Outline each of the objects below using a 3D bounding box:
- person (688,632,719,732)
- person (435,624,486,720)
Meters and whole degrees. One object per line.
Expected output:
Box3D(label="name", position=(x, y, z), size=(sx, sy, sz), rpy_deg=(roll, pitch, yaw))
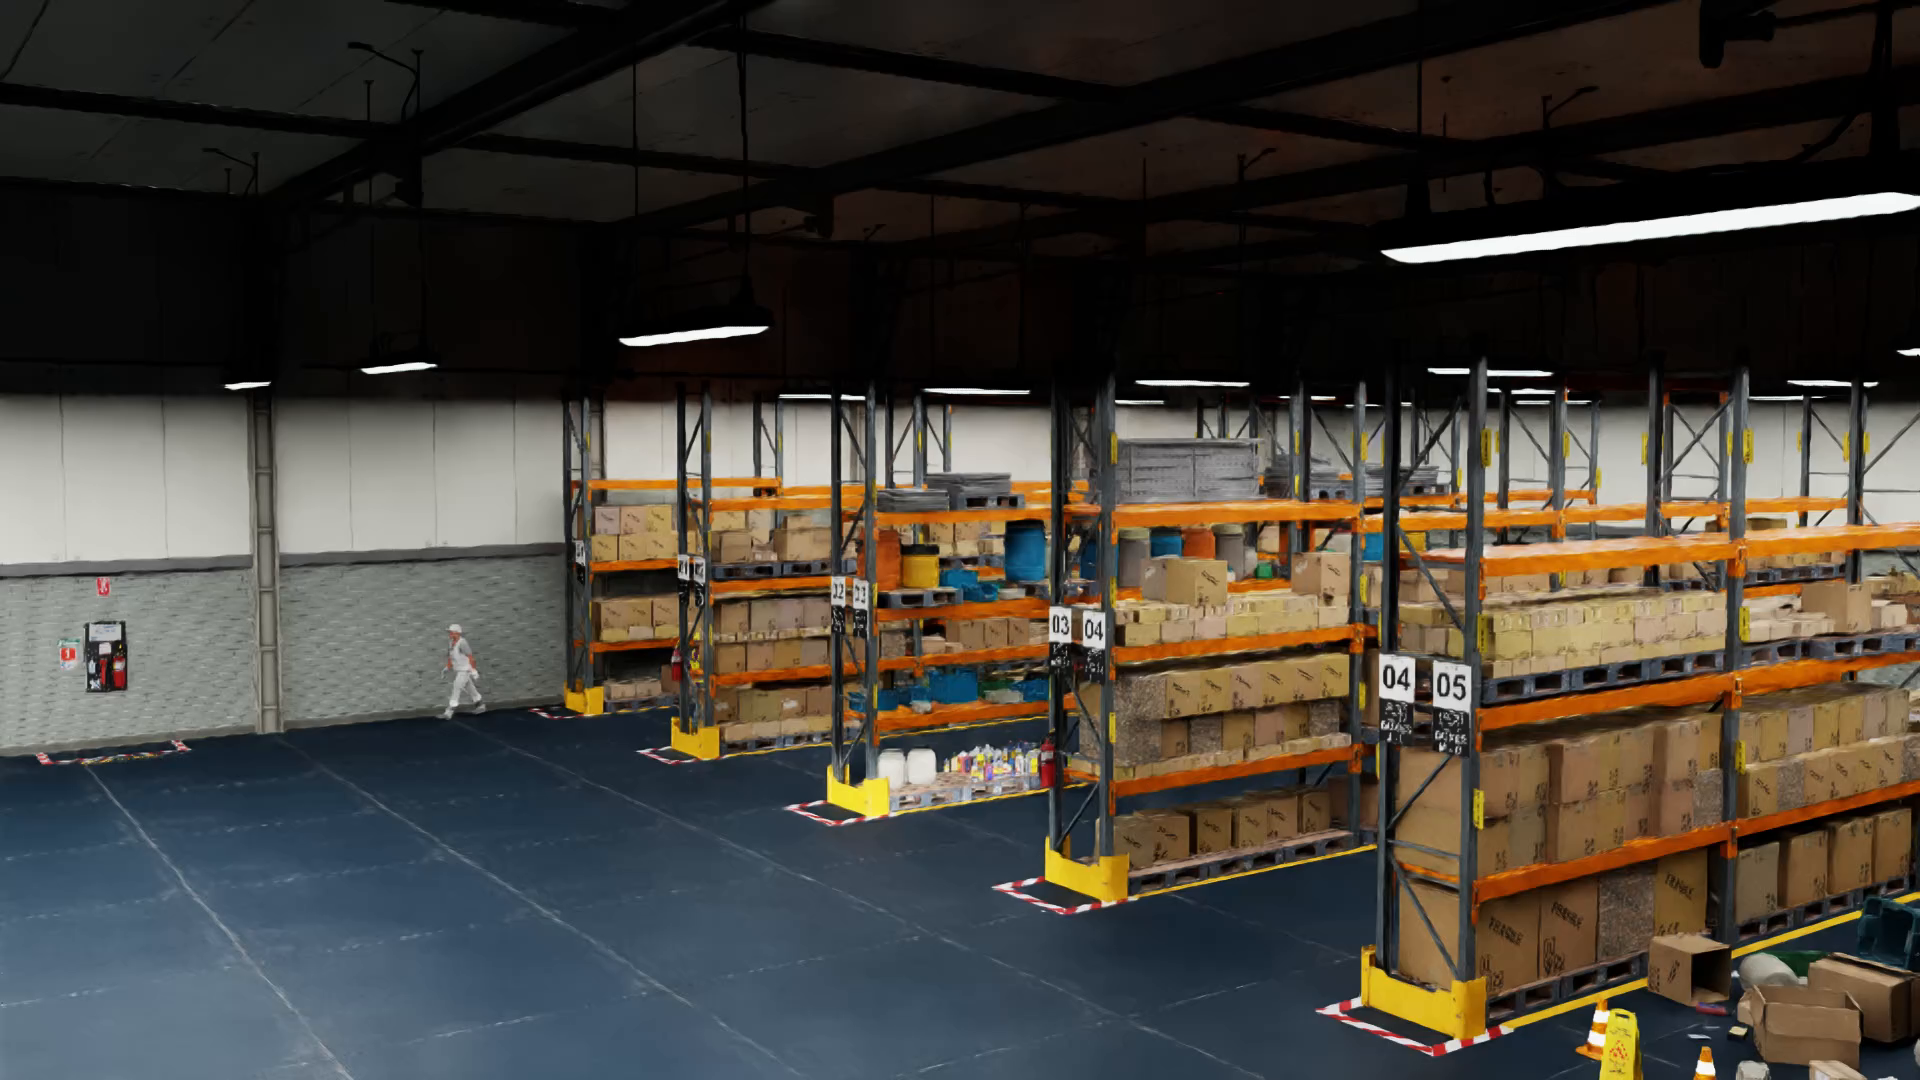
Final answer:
Box3D(label="person", position=(-4.511, 2.448, 28.893), size=(1.033, 1.708, 0.571), rpy_deg=(-3, 5, -42))
Box3D(label="person", position=(-9.067, 2.362, 30.093), size=(1.097, 1.710, 0.554), rpy_deg=(-3, 5, -43))
